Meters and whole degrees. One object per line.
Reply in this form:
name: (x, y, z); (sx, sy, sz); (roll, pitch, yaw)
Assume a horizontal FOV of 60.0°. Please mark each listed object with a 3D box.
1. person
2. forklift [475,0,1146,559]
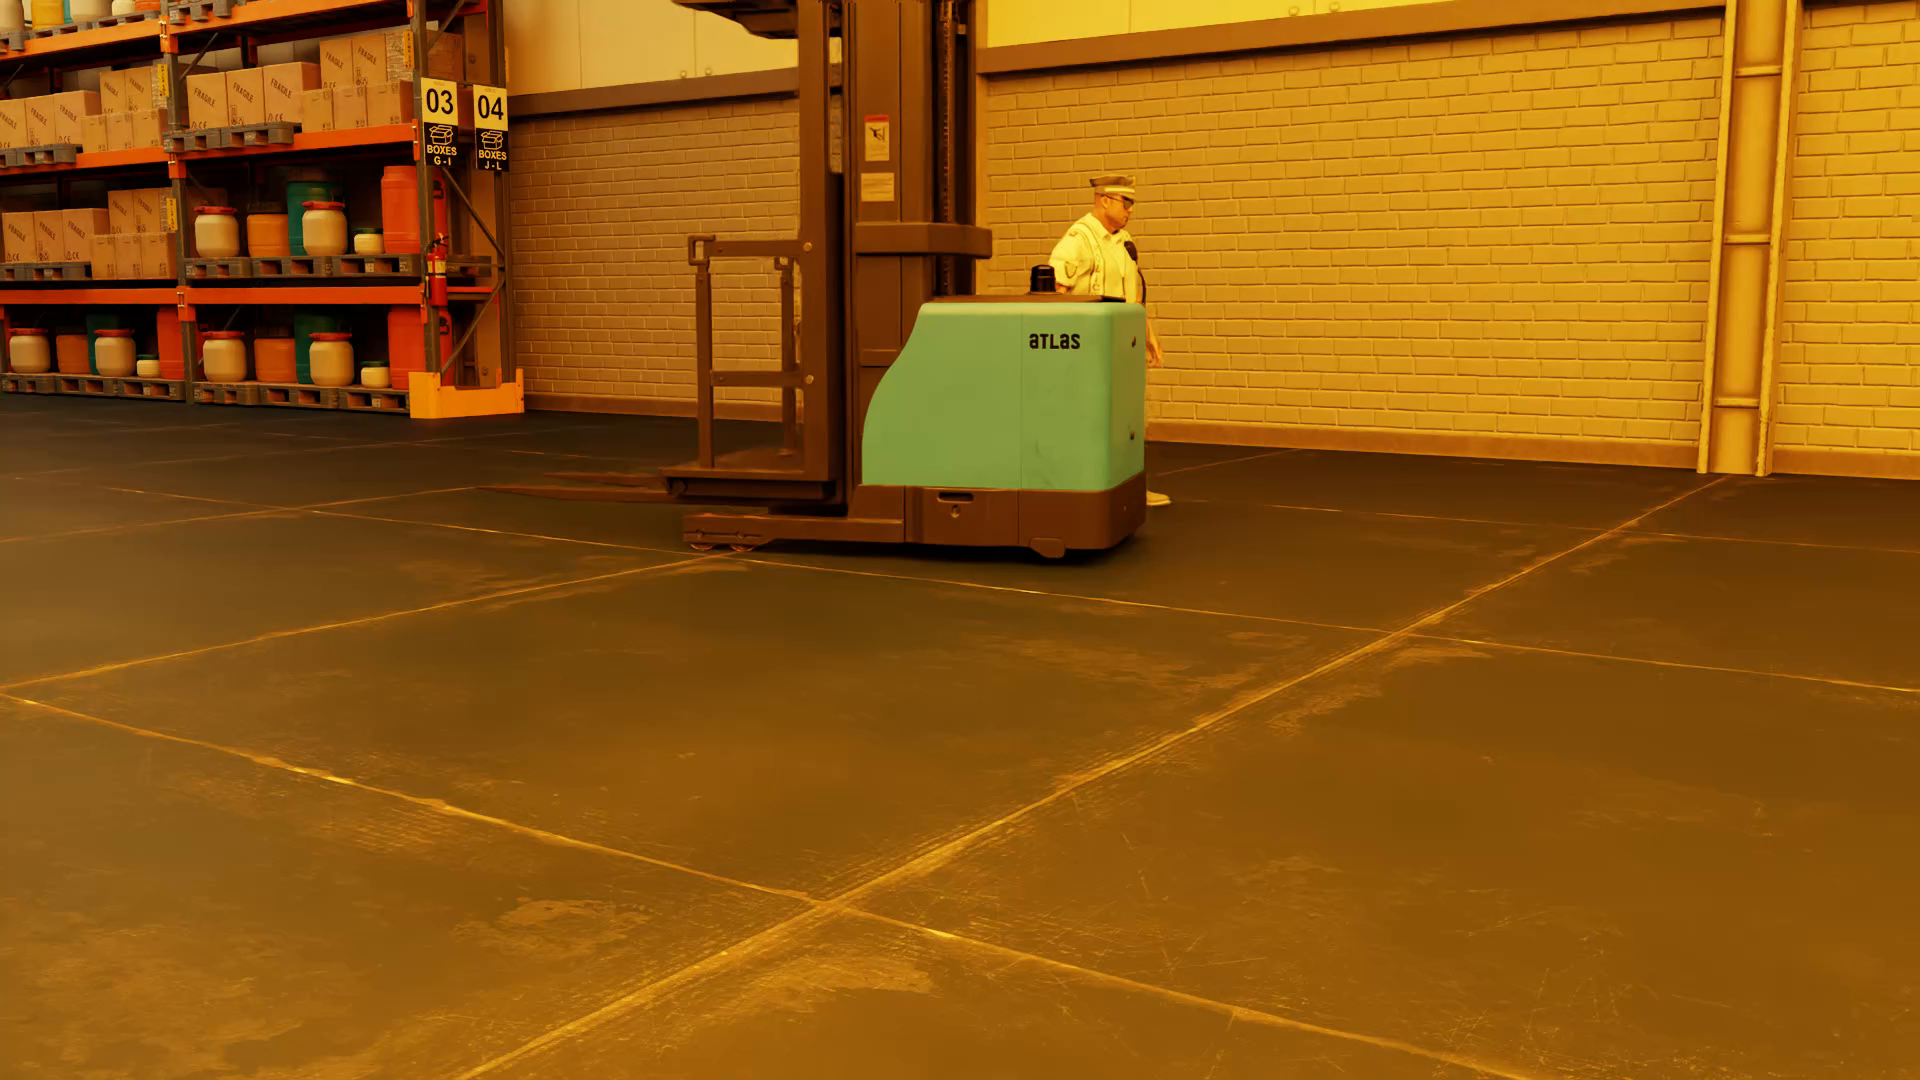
person: (0.732, -1.010, 8.591); (0.421, 1.722, 0.793); (7, 11, 40)
forklift: (-0.715, -1.465, 7.493); (3.031, 2.935, 1.130); (2, 8, 15)
